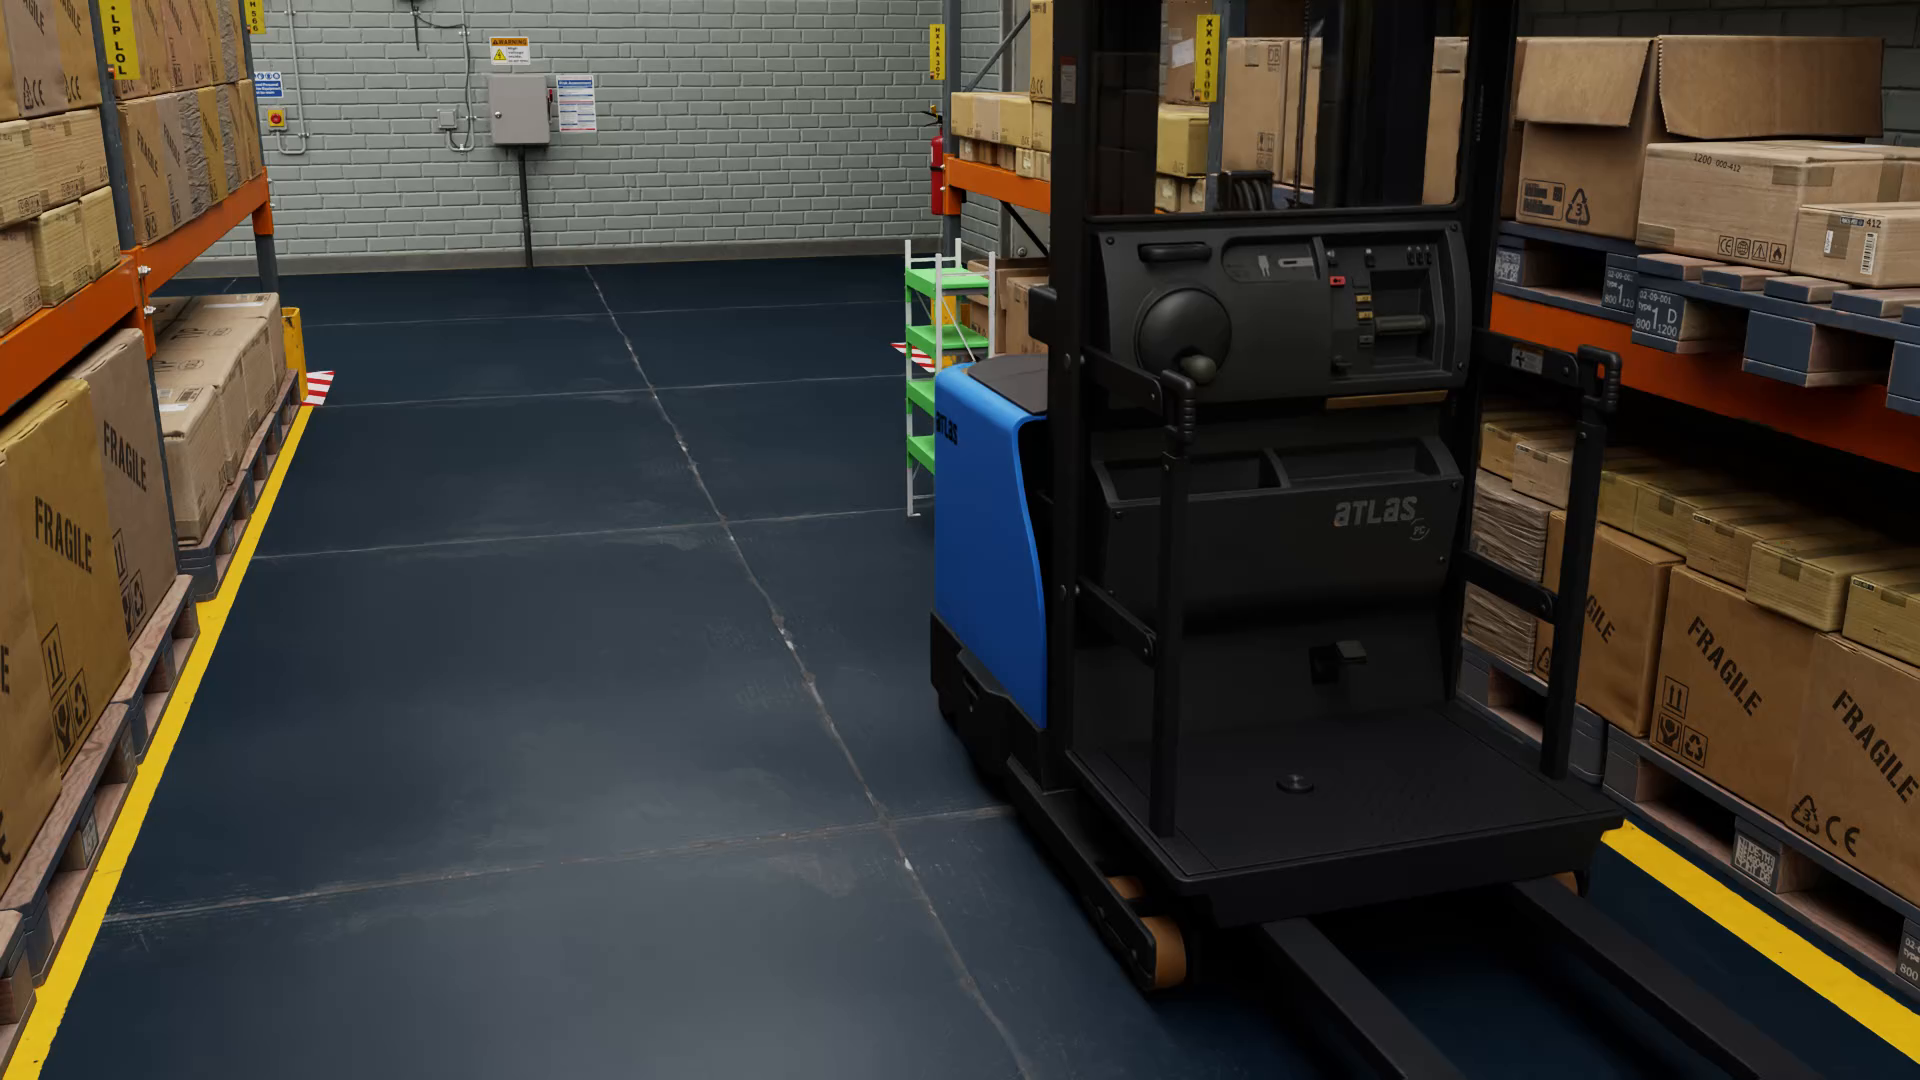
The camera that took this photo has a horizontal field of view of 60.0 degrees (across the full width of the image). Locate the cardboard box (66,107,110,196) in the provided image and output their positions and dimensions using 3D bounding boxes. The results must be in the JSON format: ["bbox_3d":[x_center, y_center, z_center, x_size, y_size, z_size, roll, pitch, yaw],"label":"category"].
[{"bbox_3d":[-2.930,-1.183,5.067,0.500,0.250,0.500,-5,17,-15],"label":"cardboard box"}]

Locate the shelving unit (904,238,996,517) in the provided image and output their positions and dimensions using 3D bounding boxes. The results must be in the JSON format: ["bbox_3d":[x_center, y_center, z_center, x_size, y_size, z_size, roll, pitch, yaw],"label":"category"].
[{"bbox_3d":[-0.046,-0.620,6.932,0.258,1.200,0.503,-5,17,-15],"label":"shelving unit"}]

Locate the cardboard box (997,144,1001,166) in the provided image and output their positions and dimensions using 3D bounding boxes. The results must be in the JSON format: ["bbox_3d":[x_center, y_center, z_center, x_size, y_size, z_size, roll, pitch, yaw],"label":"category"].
[{"bbox_3d":[0.433,-2.248,9.659,0.380,0.149,0.250,-5,17,-16],"label":"cardboard box"}]

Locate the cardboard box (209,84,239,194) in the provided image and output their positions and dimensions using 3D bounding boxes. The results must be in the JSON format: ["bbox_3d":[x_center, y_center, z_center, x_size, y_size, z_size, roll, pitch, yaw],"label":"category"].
[{"bbox_3d":[-3.723,-1.878,7.817,0.500,0.500,0.500,-4,17,-14],"label":"cardboard box"}]

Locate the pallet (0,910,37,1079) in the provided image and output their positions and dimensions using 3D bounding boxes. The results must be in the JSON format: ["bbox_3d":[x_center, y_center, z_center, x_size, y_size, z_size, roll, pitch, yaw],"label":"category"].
[{"bbox_3d":[-2.330,1.100,2.923,1.003,0.211,1.213,-5,17,-15],"label":"pallet"}]

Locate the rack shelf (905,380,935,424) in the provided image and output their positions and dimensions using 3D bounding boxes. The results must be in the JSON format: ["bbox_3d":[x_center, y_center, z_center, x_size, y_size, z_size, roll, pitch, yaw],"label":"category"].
[{"bbox_3d":[-0.046,-0.559,6.950,0.258,0.148,0.480,-5,17,-15],"label":"rack shelf"}]

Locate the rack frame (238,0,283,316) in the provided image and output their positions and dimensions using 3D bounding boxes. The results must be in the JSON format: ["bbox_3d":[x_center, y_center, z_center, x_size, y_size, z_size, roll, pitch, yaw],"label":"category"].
[{"bbox_3d":[-4.385,-2.224,9.143,1.000,3.000,0.127,-5,17,-15],"label":"rack frame"}]

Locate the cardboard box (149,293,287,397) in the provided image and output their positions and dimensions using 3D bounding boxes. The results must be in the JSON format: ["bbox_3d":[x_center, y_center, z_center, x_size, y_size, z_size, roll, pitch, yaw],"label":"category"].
[{"bbox_3d":[-4.107,-1.024,8.870,0.875,0.438,0.875,-5,18,-17],"label":"cardboard box"}]

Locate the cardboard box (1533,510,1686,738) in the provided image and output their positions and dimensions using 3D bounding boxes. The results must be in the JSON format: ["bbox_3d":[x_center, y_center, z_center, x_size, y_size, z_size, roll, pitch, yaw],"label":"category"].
[{"bbox_3d":[1.989,0.207,4.663,0.500,0.500,0.500,-4,17,-13],"label":"cardboard box"}]

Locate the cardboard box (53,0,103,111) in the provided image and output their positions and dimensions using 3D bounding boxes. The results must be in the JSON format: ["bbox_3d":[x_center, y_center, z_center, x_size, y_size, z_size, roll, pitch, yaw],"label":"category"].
[{"bbox_3d":[-2.921,-1.541,4.956,0.500,0.500,0.500,-4,17,-13],"label":"cardboard box"}]

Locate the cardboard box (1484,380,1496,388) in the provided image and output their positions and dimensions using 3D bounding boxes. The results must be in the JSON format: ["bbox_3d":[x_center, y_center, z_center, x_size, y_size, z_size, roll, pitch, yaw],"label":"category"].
[{"bbox_3d":[1.649,-0.490,5.858,0.380,0.149,0.250,-5,17,-16],"label":"cardboard box"}]

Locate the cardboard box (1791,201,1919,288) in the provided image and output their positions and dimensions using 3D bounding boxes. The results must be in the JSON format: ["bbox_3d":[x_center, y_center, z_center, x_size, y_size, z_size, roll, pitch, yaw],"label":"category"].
[{"bbox_3d":[2.036,-0.637,3.566,0.380,0.149,0.250,-4,17,-14],"label":"cardboard box"}]

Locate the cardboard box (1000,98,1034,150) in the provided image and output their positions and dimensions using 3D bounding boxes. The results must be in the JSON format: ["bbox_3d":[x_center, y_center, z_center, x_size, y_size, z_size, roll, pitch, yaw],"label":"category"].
[{"bbox_3d":[0.534,-2.262,9.013,0.500,0.250,0.500,-5,17,-16],"label":"cardboard box"}]

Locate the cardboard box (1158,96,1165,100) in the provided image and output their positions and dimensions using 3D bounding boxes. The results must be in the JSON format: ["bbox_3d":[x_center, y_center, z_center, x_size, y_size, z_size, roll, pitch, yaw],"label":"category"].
[{"bbox_3d":[1.041,-2.302,9.146,0.500,0.250,0.500,-4,17,-14],"label":"cardboard box"}]

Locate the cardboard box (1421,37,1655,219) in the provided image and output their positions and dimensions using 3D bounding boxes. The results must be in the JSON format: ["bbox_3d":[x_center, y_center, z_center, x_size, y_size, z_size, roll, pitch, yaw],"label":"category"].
[{"bbox_3d":[1.762,-1.249,4.991,0.700,0.500,0.500,-5,17,-16],"label":"cardboard box"}]

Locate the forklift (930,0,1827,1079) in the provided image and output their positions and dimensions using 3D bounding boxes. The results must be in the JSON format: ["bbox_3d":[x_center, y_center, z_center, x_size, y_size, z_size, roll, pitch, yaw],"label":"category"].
[{"bbox_3d":[0.828,-0.541,3.657,1.130,2.935,3.031,-5,17,-16],"label":"forklift"}]

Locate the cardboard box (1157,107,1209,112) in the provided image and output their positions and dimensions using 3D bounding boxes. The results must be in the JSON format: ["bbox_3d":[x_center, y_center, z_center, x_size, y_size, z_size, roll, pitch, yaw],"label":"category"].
[{"bbox_3d":[0.960,-1.841,7.611,0.500,0.250,0.500,-5,17,-15],"label":"cardboard box"}]

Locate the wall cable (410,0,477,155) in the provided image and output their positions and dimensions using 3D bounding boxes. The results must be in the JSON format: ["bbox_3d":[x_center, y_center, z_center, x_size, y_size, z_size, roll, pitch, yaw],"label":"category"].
[{"bbox_3d":[-4.596,-4.384,14.567,0.588,1.984,0.122,-5,17,-15],"label":"wall cable"}]

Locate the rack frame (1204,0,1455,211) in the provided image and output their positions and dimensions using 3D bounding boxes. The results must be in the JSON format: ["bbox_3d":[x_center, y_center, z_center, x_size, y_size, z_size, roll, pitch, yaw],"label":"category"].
[{"bbox_3d":[1.486,-1.511,6.770,1.000,3.000,0.127,-5,17,-15],"label":"rack frame"}]

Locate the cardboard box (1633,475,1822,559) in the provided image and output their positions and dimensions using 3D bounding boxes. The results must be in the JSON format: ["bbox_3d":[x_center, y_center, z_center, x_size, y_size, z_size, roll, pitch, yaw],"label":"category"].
[{"bbox_3d":[2.043,-0.062,4.433,0.380,0.149,0.250,-4,17,-14],"label":"cardboard box"}]

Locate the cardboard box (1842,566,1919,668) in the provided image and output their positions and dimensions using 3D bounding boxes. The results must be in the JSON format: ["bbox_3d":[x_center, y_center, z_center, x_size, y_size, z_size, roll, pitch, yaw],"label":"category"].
[{"bbox_3d":[2.206,0.164,3.680,0.380,0.149,0.250,-6,18,-18],"label":"cardboard box"}]

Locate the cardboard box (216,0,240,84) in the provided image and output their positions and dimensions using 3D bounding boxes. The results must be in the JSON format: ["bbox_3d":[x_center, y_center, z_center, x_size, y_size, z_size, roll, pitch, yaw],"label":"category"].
[{"bbox_3d":[-3.851,-2.494,8.130,0.500,0.500,0.500,-5,17,-15],"label":"cardboard box"}]

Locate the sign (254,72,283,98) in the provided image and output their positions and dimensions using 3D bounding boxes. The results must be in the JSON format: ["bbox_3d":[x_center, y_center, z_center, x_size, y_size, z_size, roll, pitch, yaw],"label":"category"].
[{"bbox_3d":[-6.020,-3.925,14.334,0.327,0.218,0.001,-5,17,-15],"label":"sign"}]

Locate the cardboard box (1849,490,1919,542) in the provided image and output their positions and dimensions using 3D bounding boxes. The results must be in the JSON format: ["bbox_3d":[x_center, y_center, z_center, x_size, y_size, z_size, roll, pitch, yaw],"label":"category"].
[{"bbox_3d":[2.549,-0.027,4.314,0.380,0.149,0.250,-4,17,-15],"label":"cardboard box"}]

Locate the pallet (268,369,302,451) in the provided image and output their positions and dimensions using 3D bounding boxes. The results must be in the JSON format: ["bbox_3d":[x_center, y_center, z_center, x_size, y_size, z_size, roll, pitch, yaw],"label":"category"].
[{"bbox_3d":[-4.090,-0.674,8.829,1.003,0.211,1.213,-5,17,-15],"label":"pallet"}]

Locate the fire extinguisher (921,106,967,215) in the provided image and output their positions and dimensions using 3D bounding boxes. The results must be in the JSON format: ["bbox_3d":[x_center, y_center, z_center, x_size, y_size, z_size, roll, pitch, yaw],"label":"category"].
[{"bbox_3d":[-0.098,-2.406,10.532,0.296,0.674,0.183,-5,17,-15],"label":"fire extinguisher"}]

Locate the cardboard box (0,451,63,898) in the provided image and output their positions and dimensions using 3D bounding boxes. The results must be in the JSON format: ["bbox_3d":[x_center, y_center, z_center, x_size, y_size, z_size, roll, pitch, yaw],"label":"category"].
[{"bbox_3d":[-2.537,0.360,3.502,0.875,0.875,0.875,-4,17,-15],"label":"cardboard box"}]

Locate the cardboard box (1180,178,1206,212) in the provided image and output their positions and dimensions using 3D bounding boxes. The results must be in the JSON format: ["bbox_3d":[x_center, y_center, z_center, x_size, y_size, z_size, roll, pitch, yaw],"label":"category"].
[{"bbox_3d":[1.156,-1.459,7.033,0.380,0.149,0.250,-4,17,-14],"label":"cardboard box"}]

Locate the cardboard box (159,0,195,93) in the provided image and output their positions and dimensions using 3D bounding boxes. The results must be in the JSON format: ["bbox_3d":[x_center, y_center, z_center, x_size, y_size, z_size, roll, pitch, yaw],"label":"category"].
[{"bbox_3d":[-3.446,-2.078,6.745,0.500,0.500,0.500,-4,17,-14],"label":"cardboard box"}]

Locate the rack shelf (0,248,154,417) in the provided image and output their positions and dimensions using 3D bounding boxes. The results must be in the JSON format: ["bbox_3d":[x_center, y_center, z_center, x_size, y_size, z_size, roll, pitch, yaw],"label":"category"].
[{"bbox_3d":[-2.736,-0.220,3.721,1.077,0.370,4.000,-5,17,-15],"label":"rack shelf"}]

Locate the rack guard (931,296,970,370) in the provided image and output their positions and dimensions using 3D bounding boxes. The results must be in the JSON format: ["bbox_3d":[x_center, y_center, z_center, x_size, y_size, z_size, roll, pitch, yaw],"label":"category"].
[{"bbox_3d":[0.408,-1.400,10.743,1.175,0.500,0.348,-5,17,-15],"label":"rack guard"}]

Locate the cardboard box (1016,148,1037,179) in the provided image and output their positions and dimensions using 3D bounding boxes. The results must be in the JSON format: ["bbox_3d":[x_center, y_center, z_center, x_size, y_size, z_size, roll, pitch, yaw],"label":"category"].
[{"bbox_3d":[0.520,-2.025,8.915,0.380,0.149,0.250,-5,17,-17],"label":"cardboard box"}]

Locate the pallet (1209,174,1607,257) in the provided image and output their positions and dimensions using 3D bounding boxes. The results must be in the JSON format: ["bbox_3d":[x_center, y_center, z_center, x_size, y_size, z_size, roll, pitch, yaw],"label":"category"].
[{"bbox_3d":[1.601,-1.190,6.033,1.003,0.211,1.213,-5,17,-15],"label":"pallet"}]

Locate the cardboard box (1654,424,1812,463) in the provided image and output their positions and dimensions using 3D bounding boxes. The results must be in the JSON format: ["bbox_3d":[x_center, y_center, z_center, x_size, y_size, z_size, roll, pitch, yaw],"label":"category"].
[{"bbox_3d":[2.335,-0.242,5.031,0.380,0.149,0.250,-5,17,-15],"label":"cardboard box"}]

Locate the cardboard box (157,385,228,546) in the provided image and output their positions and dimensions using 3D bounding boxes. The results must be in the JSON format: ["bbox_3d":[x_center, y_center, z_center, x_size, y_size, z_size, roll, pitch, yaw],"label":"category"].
[{"bbox_3d":[-3.355,-0.274,6.374,0.875,0.438,0.875,-5,17,-16],"label":"cardboard box"}]

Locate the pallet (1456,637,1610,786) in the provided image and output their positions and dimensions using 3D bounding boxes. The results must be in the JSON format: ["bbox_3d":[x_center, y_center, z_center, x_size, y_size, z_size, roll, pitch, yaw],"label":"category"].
[{"bbox_3d":[2.085,0.384,5.306,1.003,0.211,1.213,-5,17,-15],"label":"pallet"}]

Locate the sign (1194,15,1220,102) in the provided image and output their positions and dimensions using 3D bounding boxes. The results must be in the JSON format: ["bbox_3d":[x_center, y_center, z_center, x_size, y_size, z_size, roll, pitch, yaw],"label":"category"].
[{"bbox_3d":[0.967,-1.881,6.495,0.100,0.325,0.005,-5,17,-15],"label":"sign"}]

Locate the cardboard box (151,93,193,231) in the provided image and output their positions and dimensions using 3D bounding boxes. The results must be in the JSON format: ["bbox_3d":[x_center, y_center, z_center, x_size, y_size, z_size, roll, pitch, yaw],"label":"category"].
[{"bbox_3d":[-3.297,-1.456,6.411,0.500,0.500,0.500,-5,17,-15],"label":"cardboard box"}]

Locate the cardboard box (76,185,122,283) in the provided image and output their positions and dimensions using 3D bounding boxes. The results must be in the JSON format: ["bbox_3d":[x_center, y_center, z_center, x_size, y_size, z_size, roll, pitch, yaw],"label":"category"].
[{"bbox_3d":[-2.920,-0.942,5.135,0.500,0.250,0.500,-5,17,-17],"label":"cardboard box"}]

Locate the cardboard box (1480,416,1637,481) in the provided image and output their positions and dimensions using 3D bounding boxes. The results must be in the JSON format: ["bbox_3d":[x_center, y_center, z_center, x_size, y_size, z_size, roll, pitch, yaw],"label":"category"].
[{"bbox_3d":[1.850,-0.277,5.148,0.380,0.149,0.250,-5,17,-15],"label":"cardboard box"}]

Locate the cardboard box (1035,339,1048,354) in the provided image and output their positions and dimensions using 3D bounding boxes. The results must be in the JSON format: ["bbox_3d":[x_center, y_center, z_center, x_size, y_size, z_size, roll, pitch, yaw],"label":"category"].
[{"bbox_3d":[0.711,-1.051,8.853,0.500,0.500,0.500,-4,17,-14],"label":"cardboard box"}]

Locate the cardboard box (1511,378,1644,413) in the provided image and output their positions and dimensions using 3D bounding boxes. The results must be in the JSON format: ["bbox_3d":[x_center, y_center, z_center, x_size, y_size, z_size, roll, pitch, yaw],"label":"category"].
[{"bbox_3d":[2.137,-0.459,5.753,0.380,0.149,0.250,-4,17,-14],"label":"cardboard box"}]

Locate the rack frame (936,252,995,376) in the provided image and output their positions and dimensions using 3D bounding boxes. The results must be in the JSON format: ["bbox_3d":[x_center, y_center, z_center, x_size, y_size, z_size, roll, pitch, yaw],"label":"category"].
[{"bbox_3d":[0.022,-0.553,6.707,0.240,1.200,0.015,-5,17,-15],"label":"rack frame"}]
